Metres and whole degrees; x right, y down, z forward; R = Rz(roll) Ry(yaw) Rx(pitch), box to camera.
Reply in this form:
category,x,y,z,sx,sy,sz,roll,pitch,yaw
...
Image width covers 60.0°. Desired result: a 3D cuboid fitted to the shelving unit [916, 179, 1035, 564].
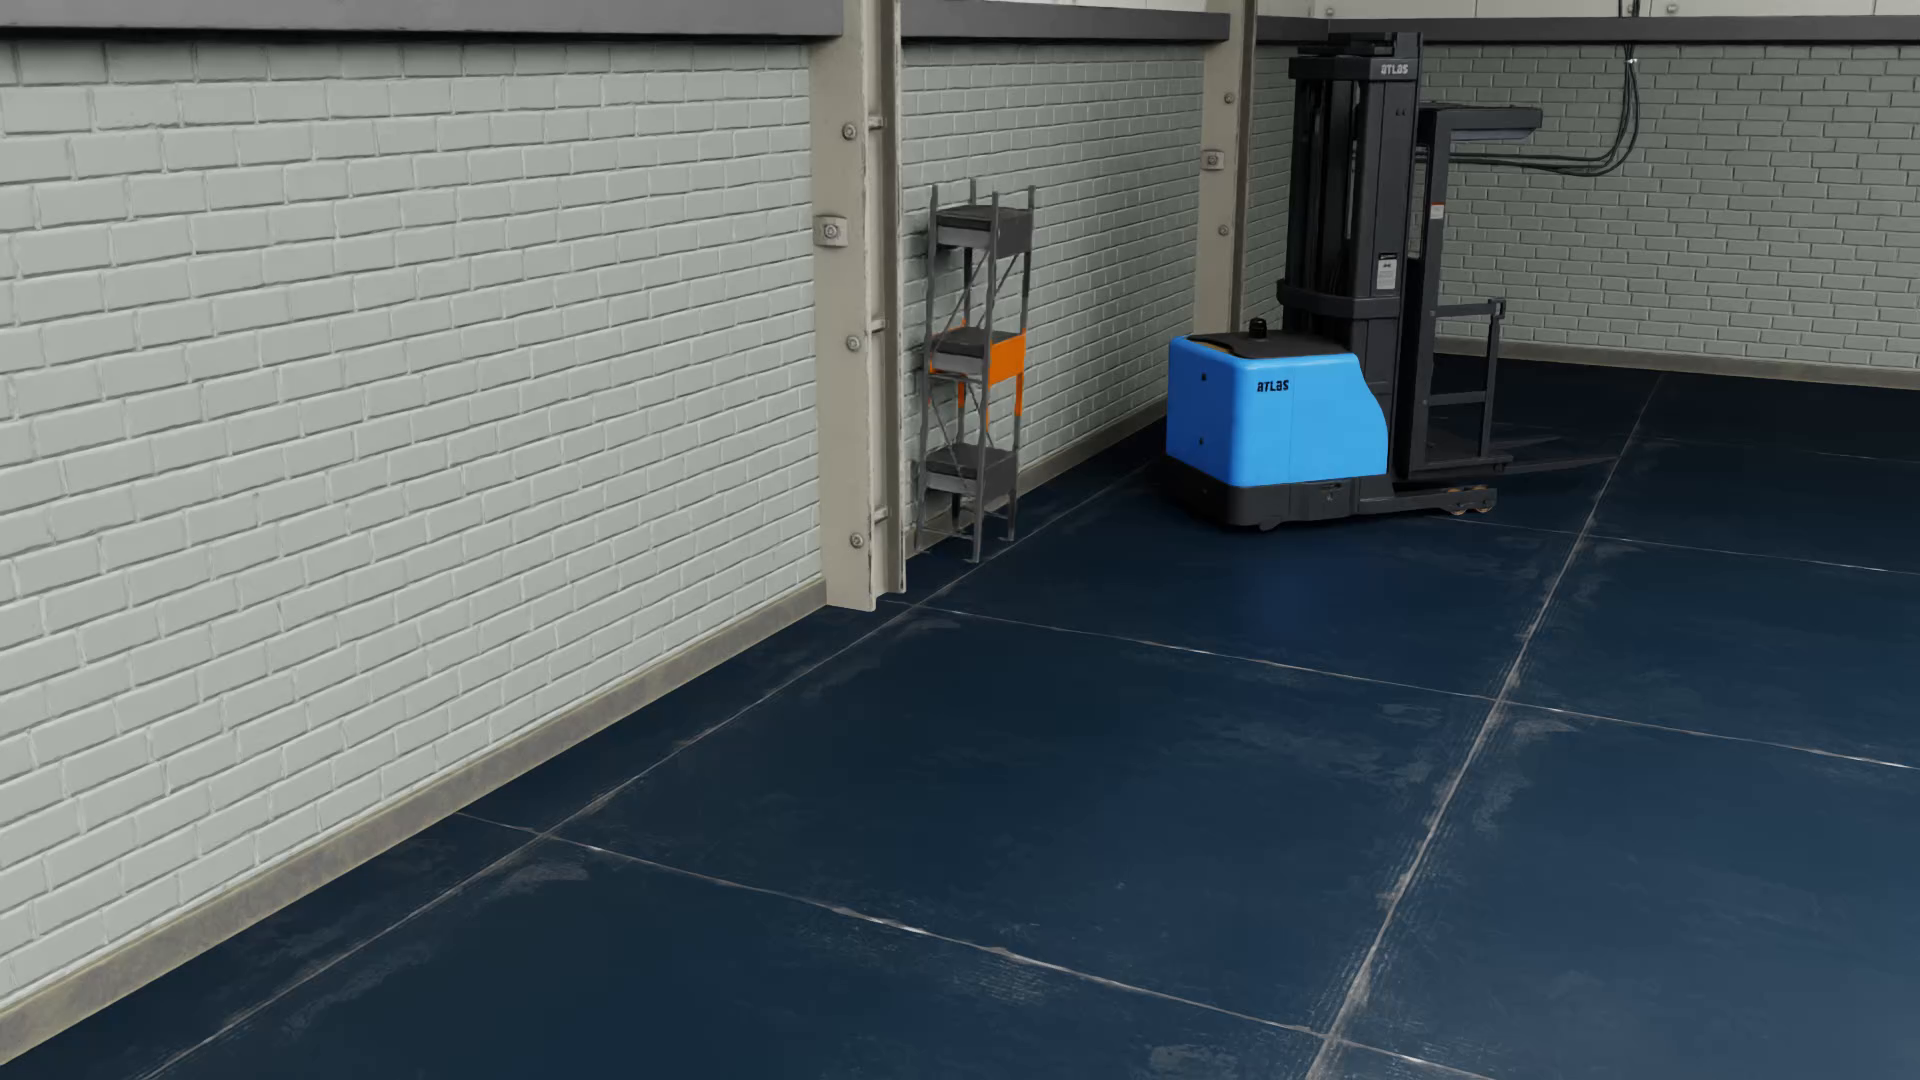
category,x,y,z,sx,sy,sz,roll,pitch,yaw
shelving unit,0.083,-0.960,9.513,0.431,2.100,0.503,11,20,24

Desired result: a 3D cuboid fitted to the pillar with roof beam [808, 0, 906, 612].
category,x,y,z,sx,sy,sz,roll,pitch,yaw
pillar with roof beam,3.334,-3.458,5.861,9.100,9.000,0.400,8,18,25

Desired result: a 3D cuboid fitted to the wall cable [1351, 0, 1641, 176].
category,x,y,z,sx,sy,sz,roll,pitch,yaw
wall cable,4.663,-4.627,15.253,3.097,2.526,0.112,8,18,25

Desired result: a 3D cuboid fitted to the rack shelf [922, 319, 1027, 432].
category,x,y,z,sx,sy,sz,roll,pitch,yaw
rack shelf,0.082,-0.947,9.518,0.431,0.518,0.480,11,20,24

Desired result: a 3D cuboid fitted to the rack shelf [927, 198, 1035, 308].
category,x,y,z,sx,sy,sz,roll,pitch,yaw
rack shelf,0.117,-1.613,9.303,0.431,0.518,0.480,11,20,24

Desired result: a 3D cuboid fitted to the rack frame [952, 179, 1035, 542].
category,x,y,z,sx,sy,sz,roll,pitch,yaw
rack frame,0.189,-1.023,9.724,0.400,2.100,0.015,11,20,24

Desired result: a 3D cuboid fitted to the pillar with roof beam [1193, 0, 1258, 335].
category,x,y,z,sx,sy,sz,roll,pitch,yaw
pillar with roof beam,6.015,-4.986,11.007,9.100,9.000,0.400,8,18,25

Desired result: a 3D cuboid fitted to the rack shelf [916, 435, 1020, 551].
category,x,y,z,sx,sy,sz,roll,pitch,yaw
rack shelf,0.047,-0.282,9.732,0.431,0.518,0.480,11,20,24

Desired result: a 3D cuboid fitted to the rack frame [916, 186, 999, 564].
category,x,y,z,sx,sy,sz,roll,pitch,yaw
rack frame,-0.024,-0.898,9.303,0.400,2.100,0.015,11,20,24

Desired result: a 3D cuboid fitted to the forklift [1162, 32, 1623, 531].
category,x,y,z,sx,sy,sz,roll,pitch,yaw
forklift,2.900,-1.697,10.591,3.031,2.935,1.130,-6,17,-19
